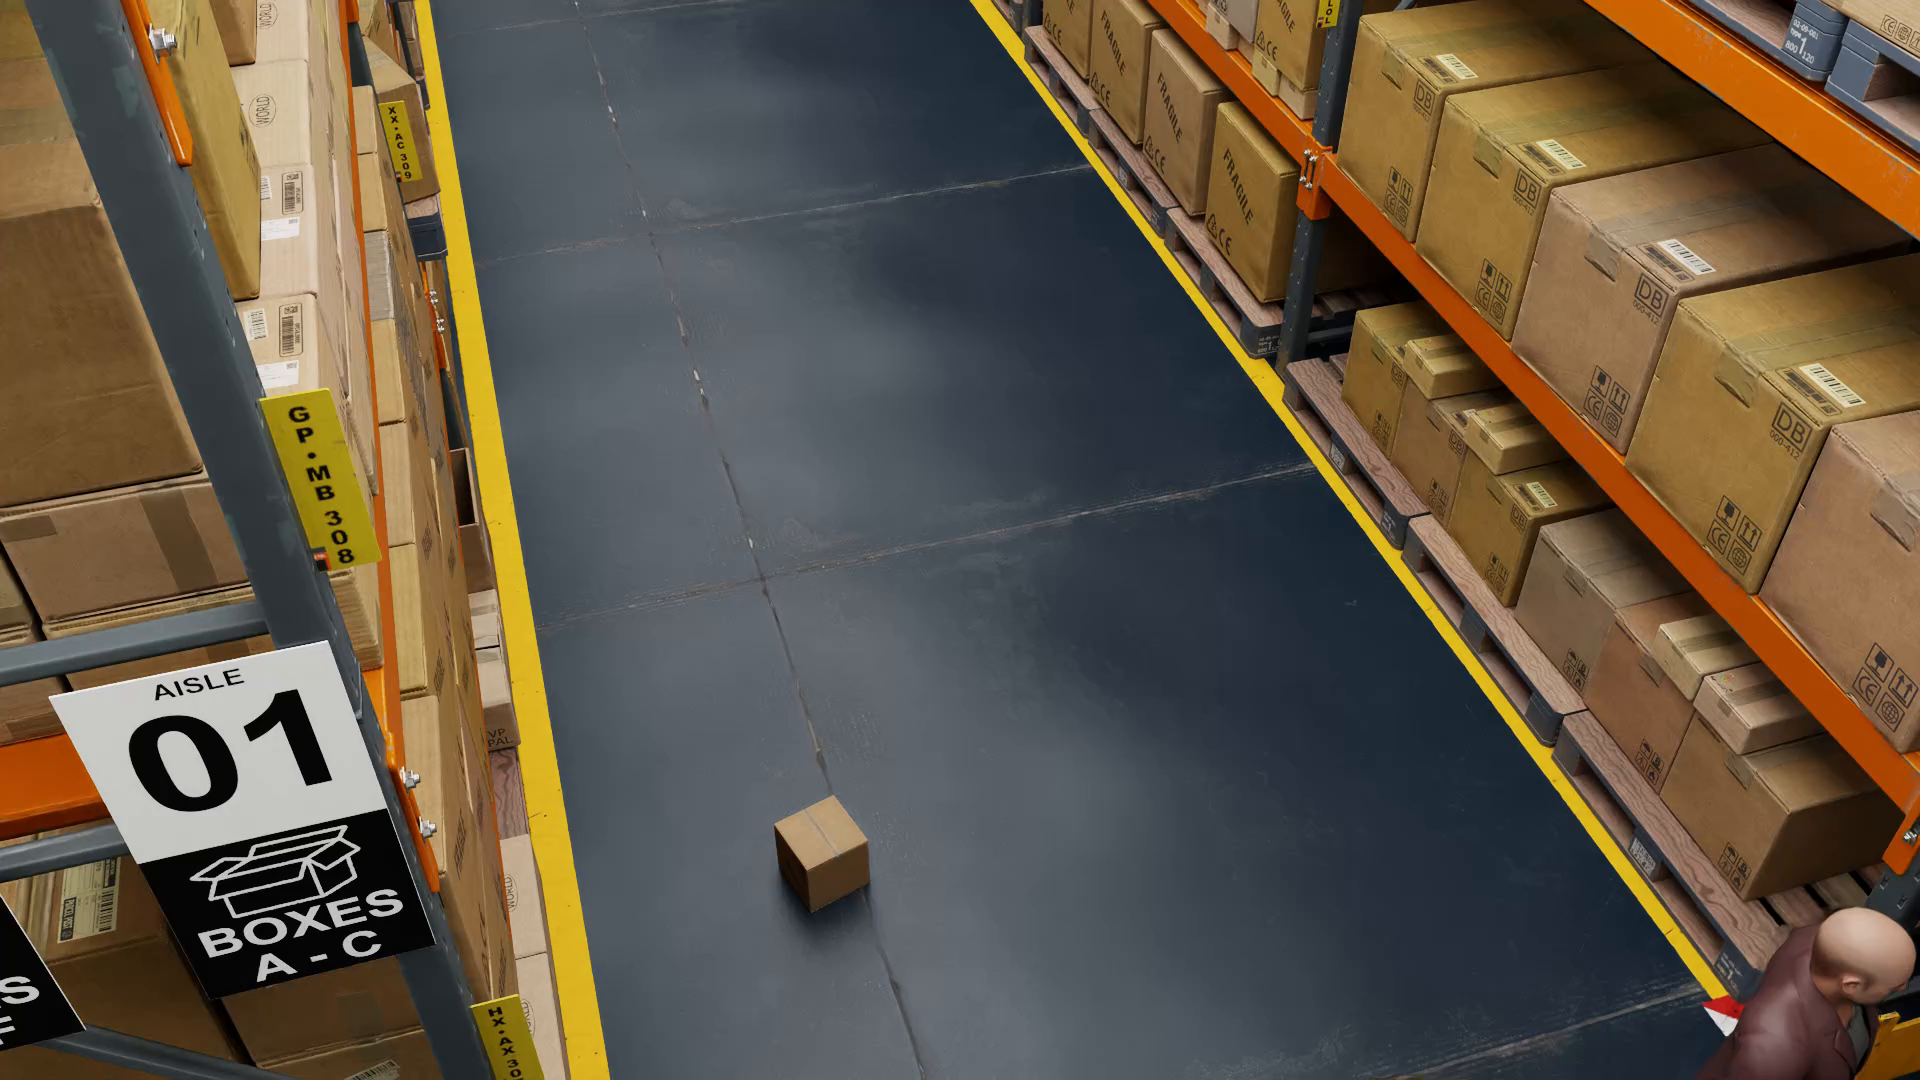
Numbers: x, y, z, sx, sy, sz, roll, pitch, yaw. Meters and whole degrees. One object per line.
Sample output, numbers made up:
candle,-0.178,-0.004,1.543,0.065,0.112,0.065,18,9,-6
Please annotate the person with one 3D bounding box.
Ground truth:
person,2.036,1.534,4.399,0.595,1.769,0.608,30,50,30
